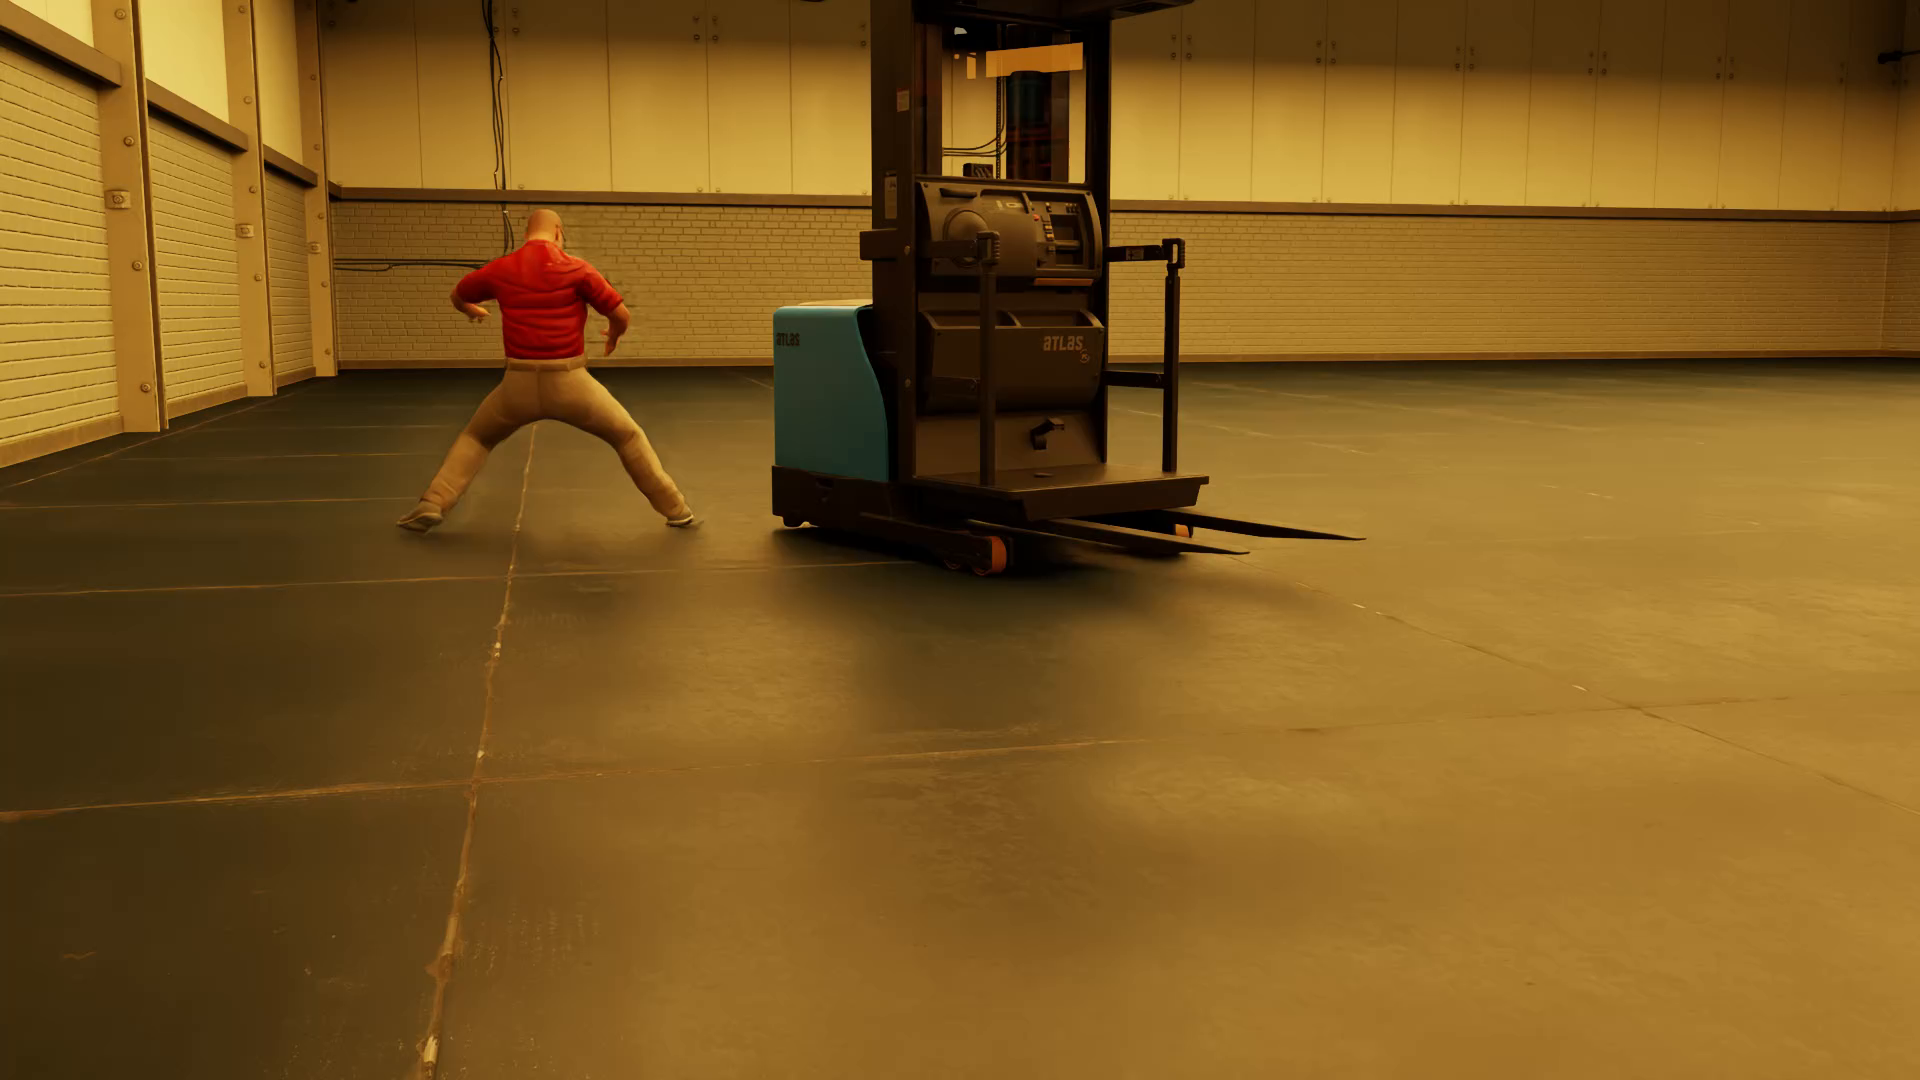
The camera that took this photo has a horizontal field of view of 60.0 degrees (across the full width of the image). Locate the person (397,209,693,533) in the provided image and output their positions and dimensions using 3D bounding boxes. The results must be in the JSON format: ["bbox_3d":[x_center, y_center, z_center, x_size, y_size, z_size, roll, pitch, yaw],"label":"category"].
[{"bbox_3d":[-1.990,-0.806,7.943,1.287,1.517,0.852,0,8,3],"label":"person"}]

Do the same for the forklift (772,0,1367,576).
[{"bbox_3d":[0.355,-1.383,7.015,1.130,2.935,3.031,-6,10,-35],"label":"forklift"}]
